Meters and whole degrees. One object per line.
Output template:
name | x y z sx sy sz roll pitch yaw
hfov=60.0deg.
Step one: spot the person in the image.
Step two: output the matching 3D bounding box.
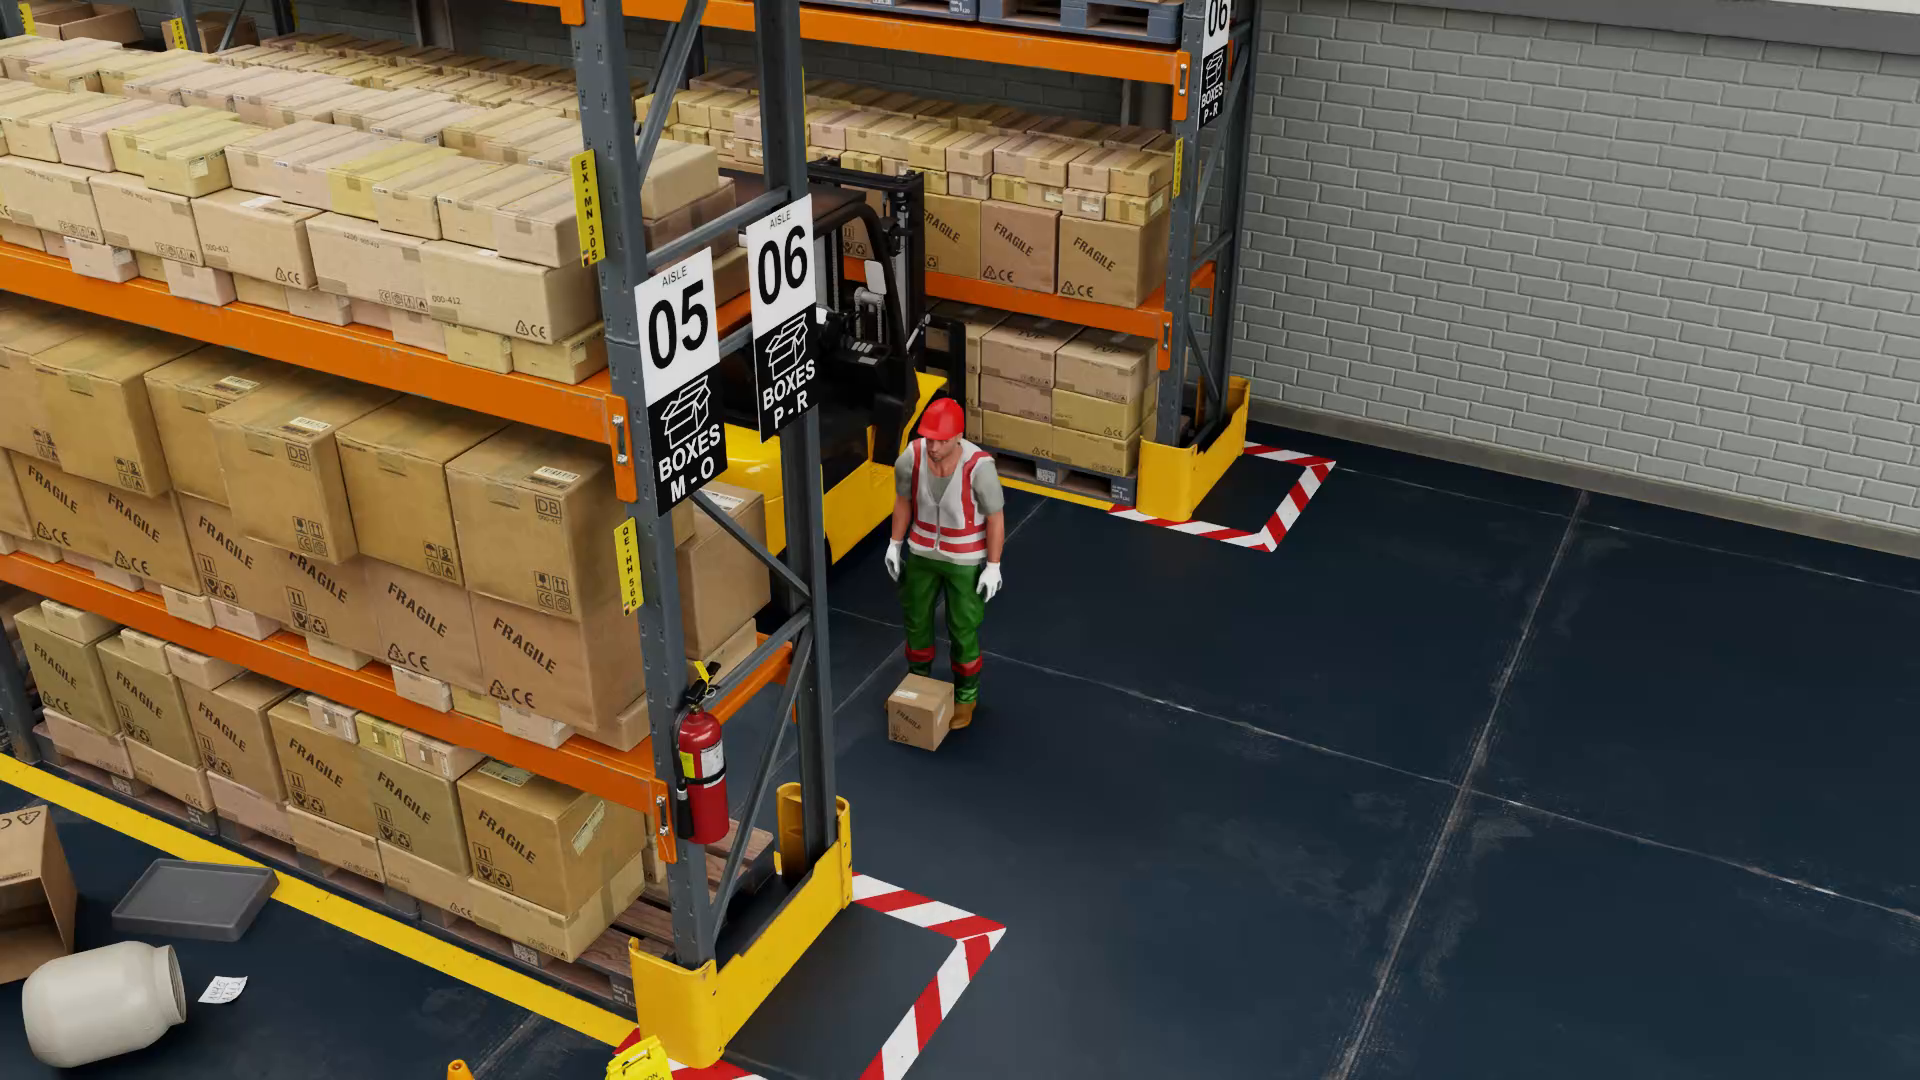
person | -0.080 0.099 8.107 0.612 1.778 0.451 12 32 21
